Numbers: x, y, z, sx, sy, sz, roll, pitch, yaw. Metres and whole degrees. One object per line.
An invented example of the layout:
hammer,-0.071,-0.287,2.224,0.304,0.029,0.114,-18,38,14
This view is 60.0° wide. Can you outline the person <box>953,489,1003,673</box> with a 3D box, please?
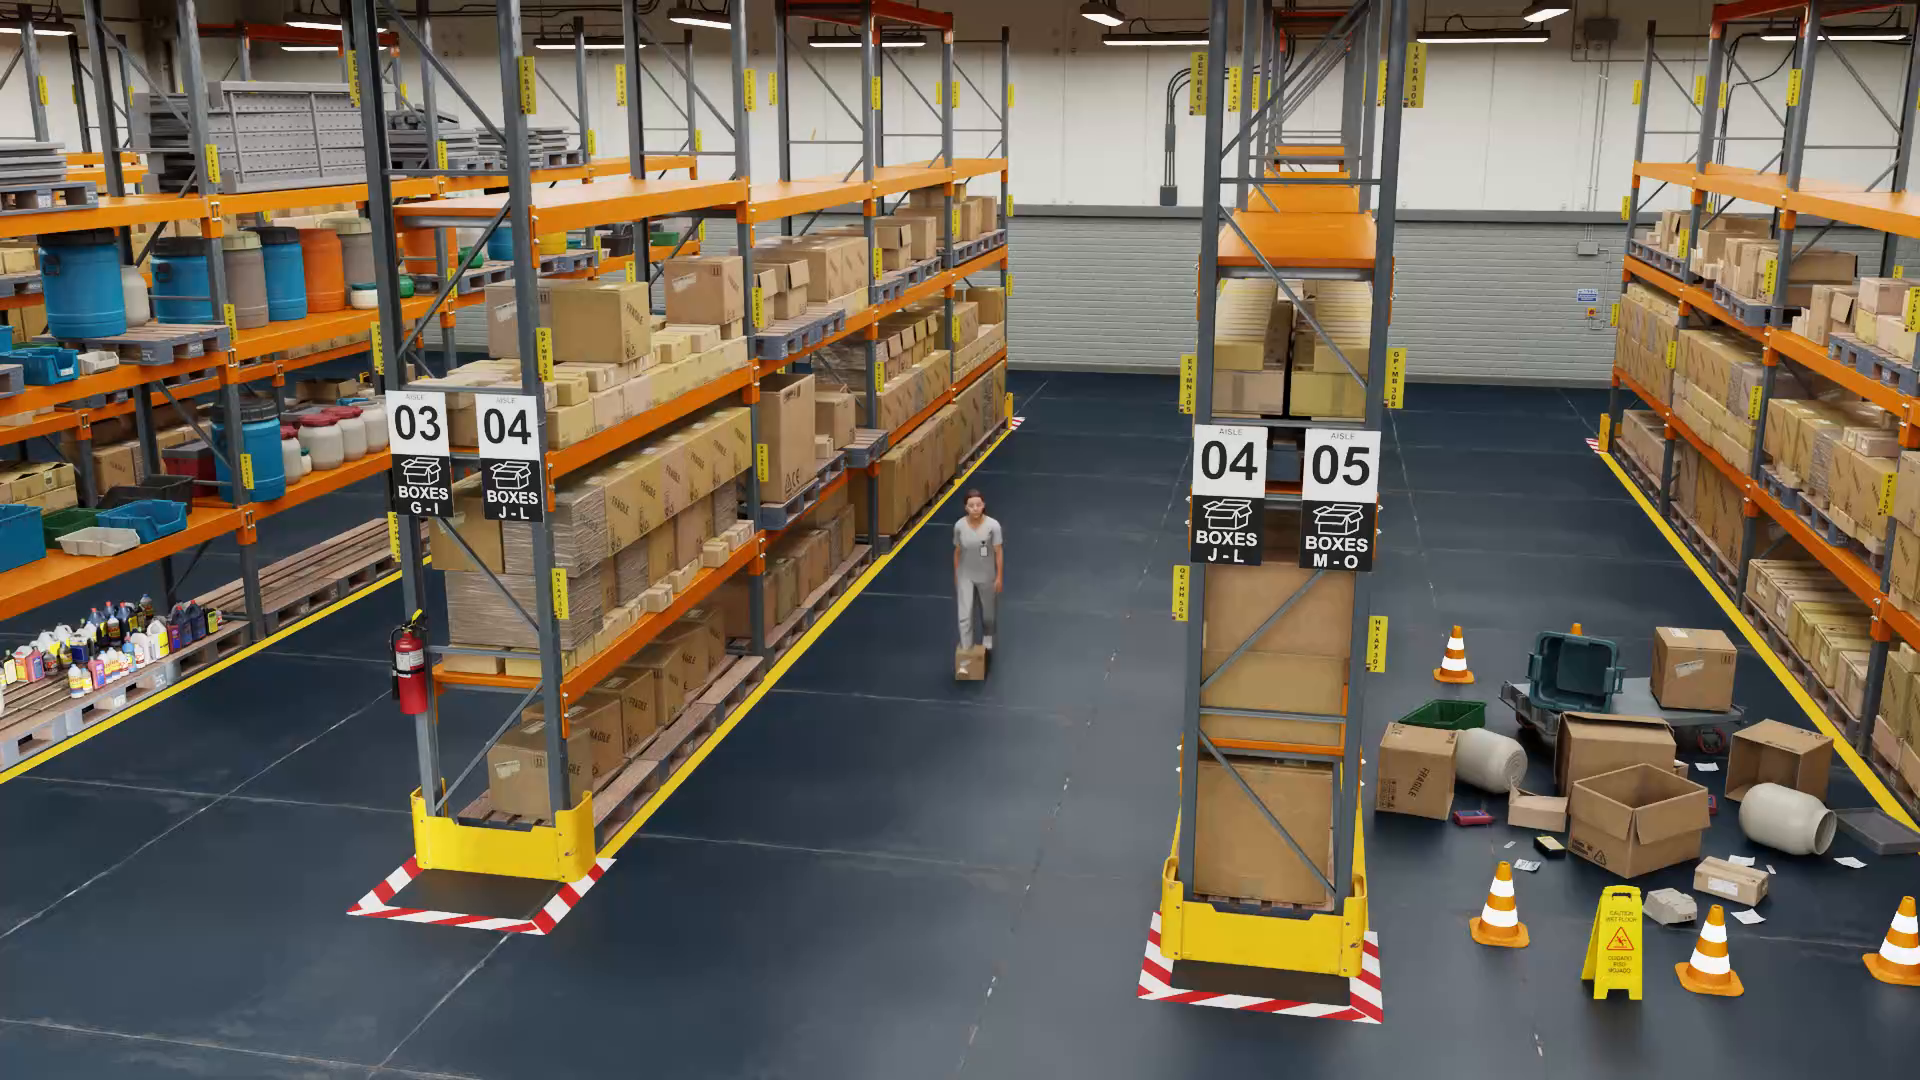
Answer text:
person,0.166,0.325,14.810,0.449,1.633,0.919,2,15,6
